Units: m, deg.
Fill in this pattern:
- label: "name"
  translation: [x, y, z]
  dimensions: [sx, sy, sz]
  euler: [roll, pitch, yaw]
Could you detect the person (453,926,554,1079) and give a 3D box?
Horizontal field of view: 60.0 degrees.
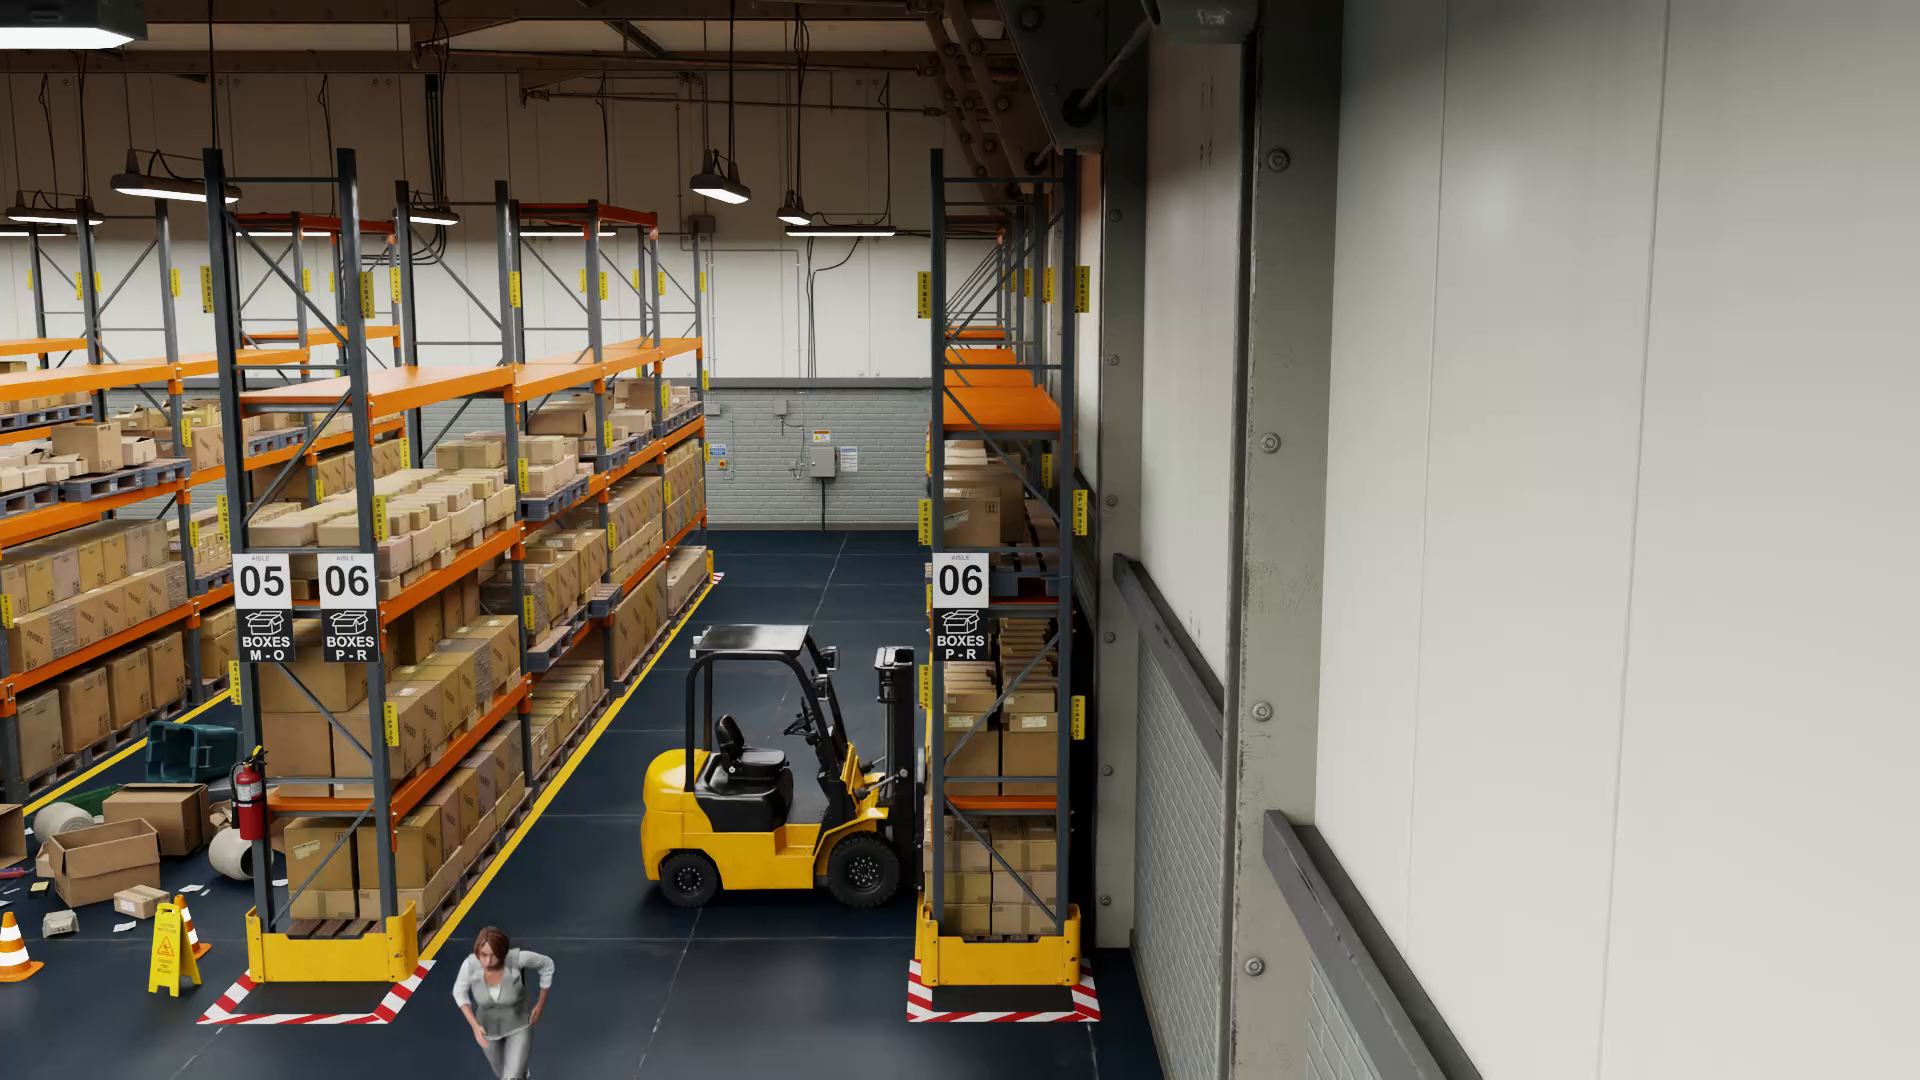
- label: "person"
  translation: [-2.665, 2.889, 9.816]
  dimensions: [0.573, 1.546, 0.917]
  euler: [-1, 9, -8]
